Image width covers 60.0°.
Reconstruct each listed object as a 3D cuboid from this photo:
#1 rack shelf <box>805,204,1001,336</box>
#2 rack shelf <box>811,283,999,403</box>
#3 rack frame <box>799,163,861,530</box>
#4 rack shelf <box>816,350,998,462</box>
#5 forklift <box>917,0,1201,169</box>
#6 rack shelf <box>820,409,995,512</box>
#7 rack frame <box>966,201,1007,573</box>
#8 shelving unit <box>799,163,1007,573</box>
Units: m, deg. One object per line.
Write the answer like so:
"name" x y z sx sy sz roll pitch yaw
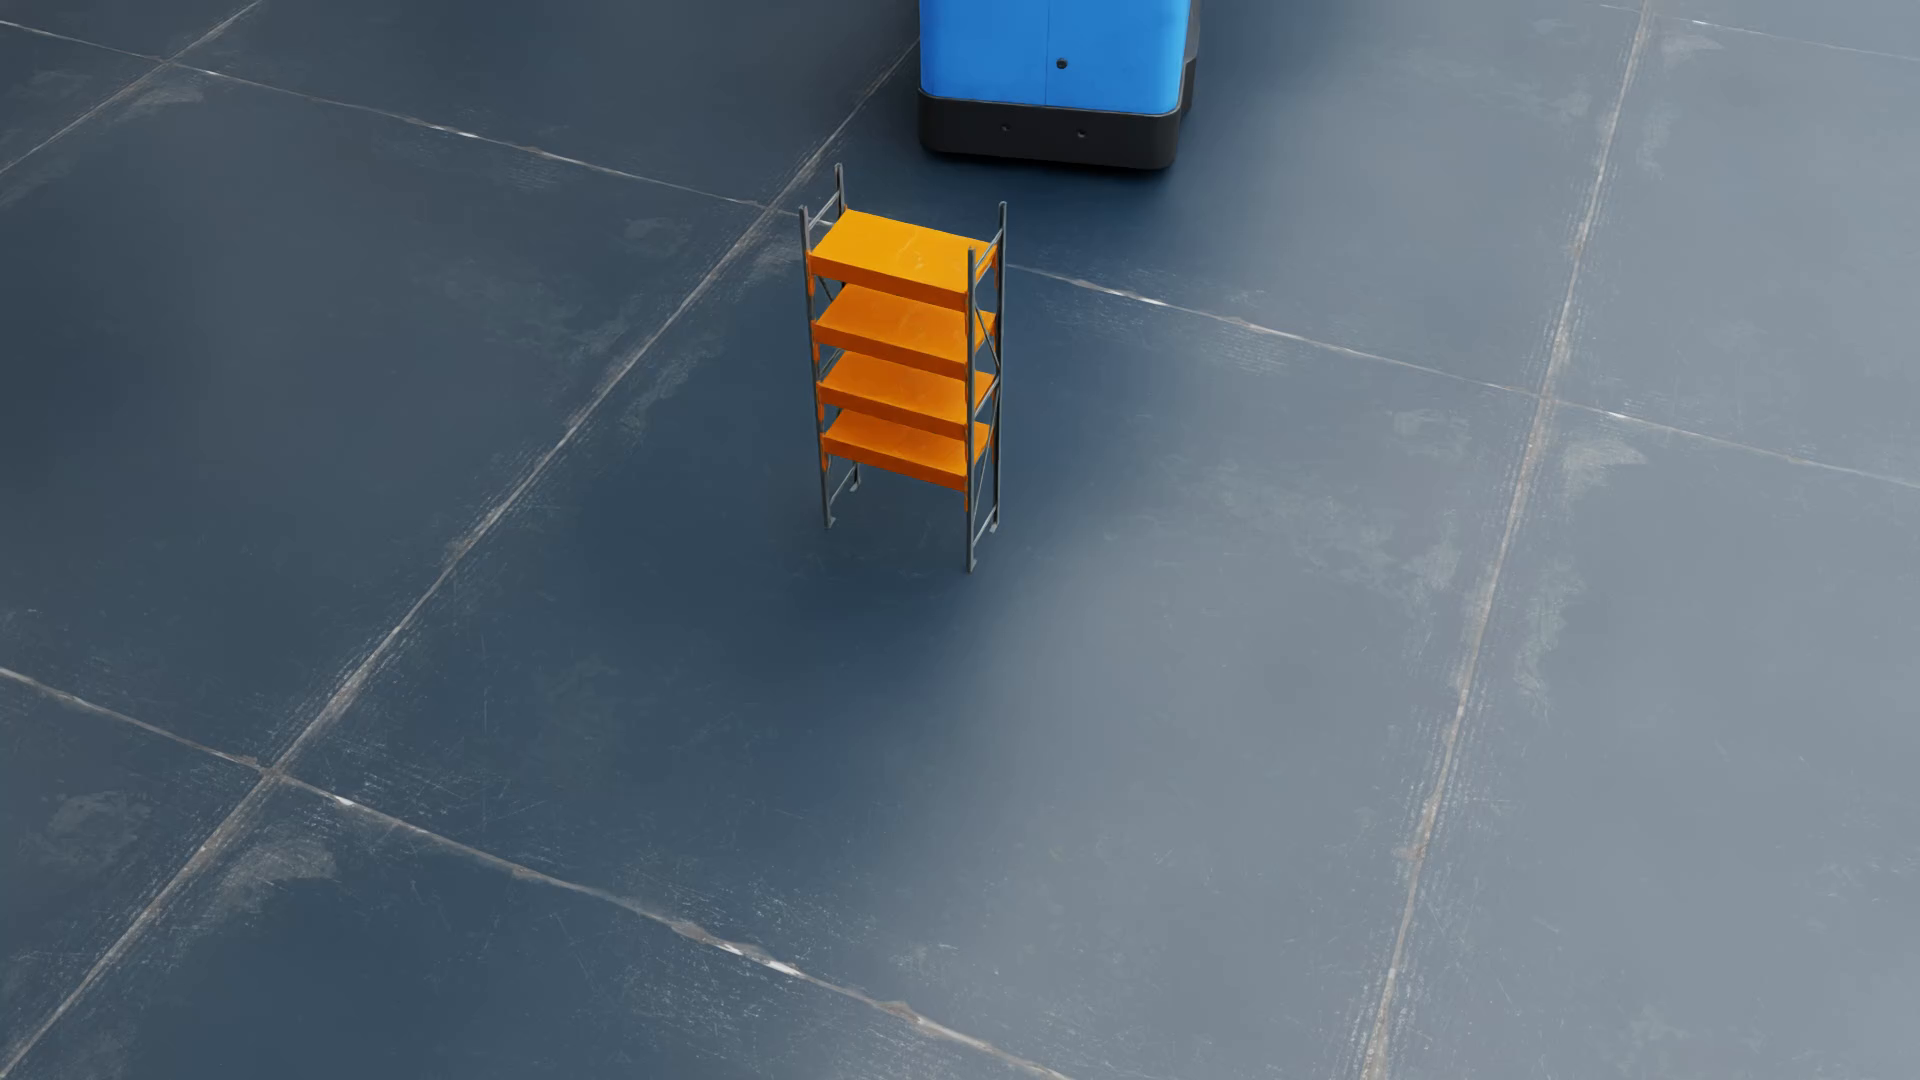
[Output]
"rack shelf" -0.153 -0.749 4.595 0.480 0.148 0.258 16 47 16
"rack shelf" -0.153 -0.581 4.762 0.480 0.148 0.258 16 47 16
"rack frame" -0.378 -0.537 4.939 0.015 1.200 0.240 16 47 16
"rack shelf" -0.153 -0.423 4.919 0.480 0.148 0.258 16 47 16
"forklift" 0.570 -3.568 6.758 1.130 2.935 3.031 6 45 6
"rack shelf" -0.153 -0.282 5.059 0.480 0.148 0.258 16 47 16
"rack frame" 0.072 -0.404 4.805 0.015 1.200 0.240 16 47 16
"shelving unit" -0.153 -0.470 4.872 0.503 1.200 0.258 16 47 16
